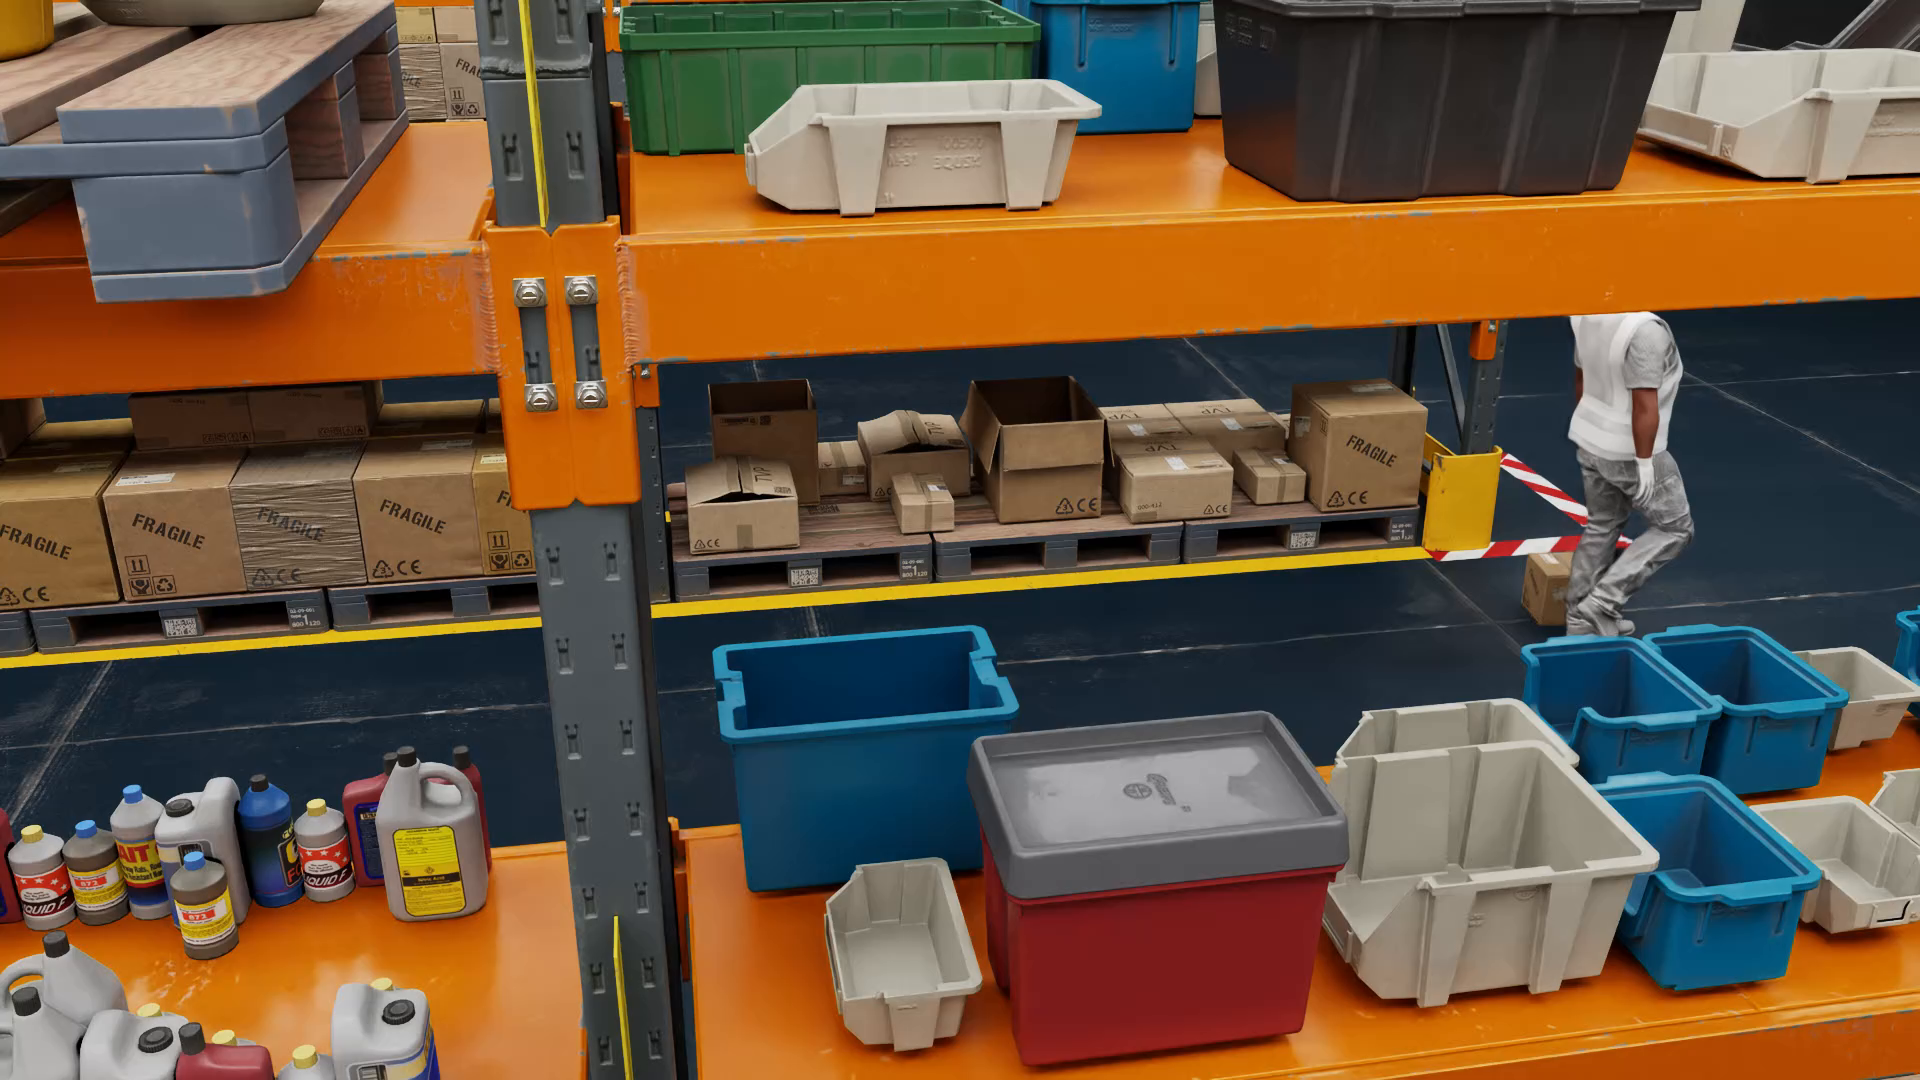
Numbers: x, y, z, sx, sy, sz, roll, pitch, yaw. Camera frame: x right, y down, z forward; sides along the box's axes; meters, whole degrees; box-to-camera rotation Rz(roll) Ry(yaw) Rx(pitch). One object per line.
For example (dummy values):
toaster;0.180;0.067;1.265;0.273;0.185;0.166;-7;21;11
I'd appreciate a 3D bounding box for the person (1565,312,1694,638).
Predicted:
person;2.796;-0.386;6.921;0.460;1.773;0.623;-4;23;-10
